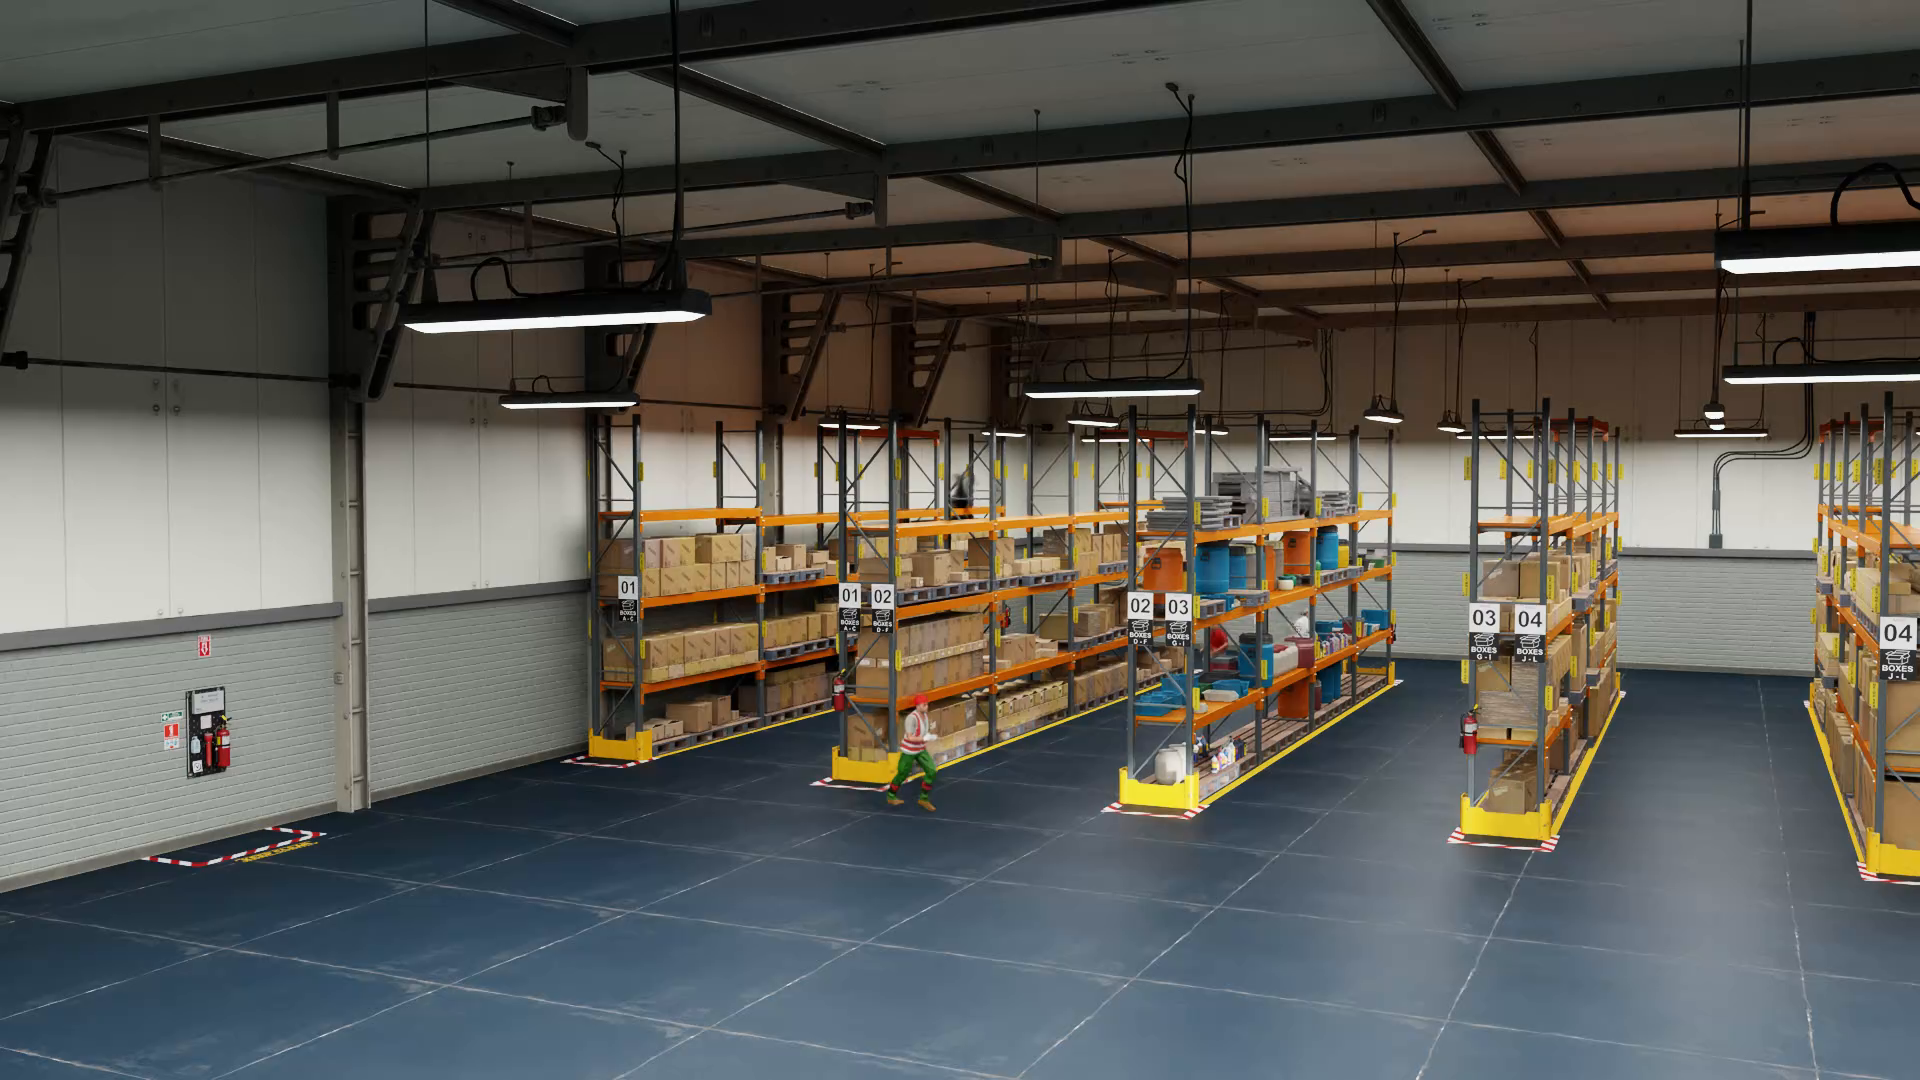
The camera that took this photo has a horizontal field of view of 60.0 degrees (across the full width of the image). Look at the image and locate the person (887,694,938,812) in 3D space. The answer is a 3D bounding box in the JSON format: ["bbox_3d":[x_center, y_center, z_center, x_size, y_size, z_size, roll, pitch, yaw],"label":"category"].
[{"bbox_3d":[-0.656,3.120,24.477,1.004,1.739,0.681,2,3,41],"label":"person"}]

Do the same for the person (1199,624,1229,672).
[{"bbox_3d":[5.876,2.642,38.142,0.552,1.638,0.732,-2,3,-44],"label":"person"}]

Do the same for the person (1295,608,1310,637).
[{"bbox_3d":[8.714,2.499,41.894,0.754,1.562,0.505,-2,3,-41],"label":"person"}]
